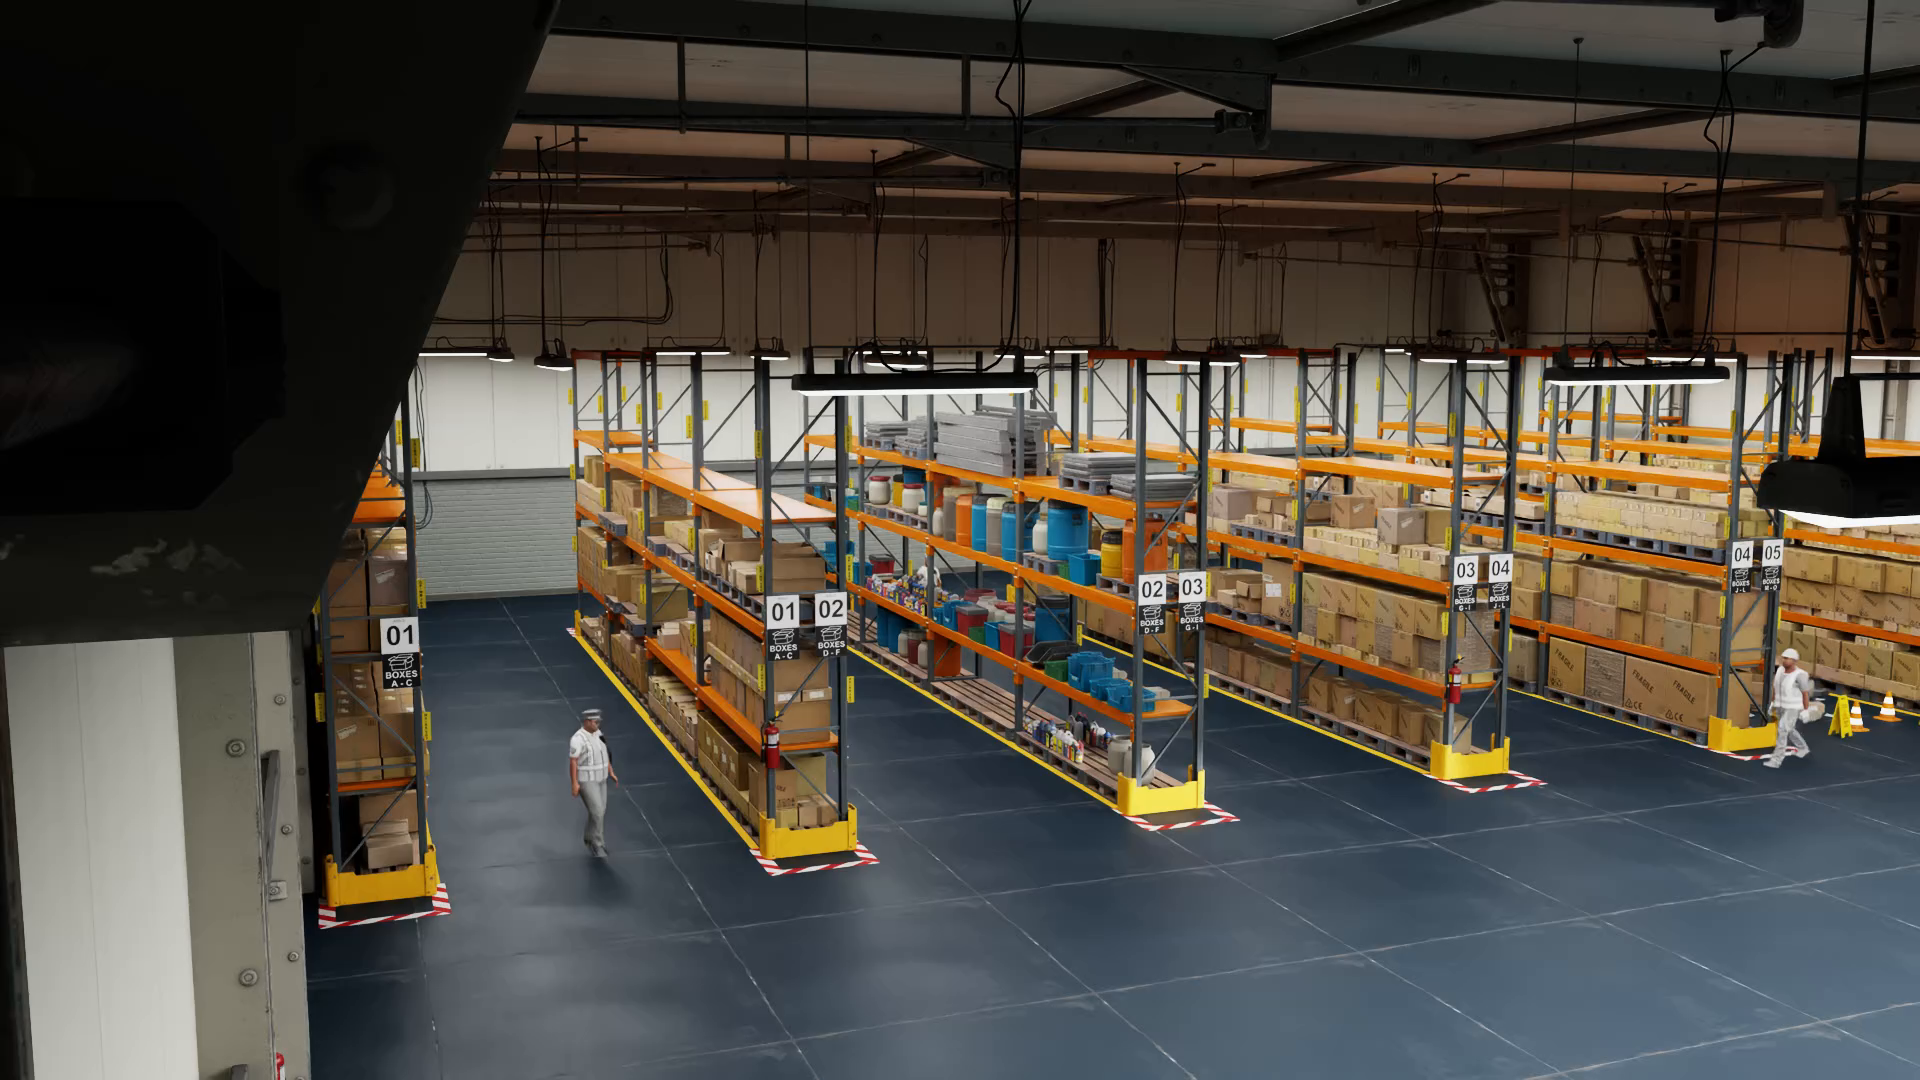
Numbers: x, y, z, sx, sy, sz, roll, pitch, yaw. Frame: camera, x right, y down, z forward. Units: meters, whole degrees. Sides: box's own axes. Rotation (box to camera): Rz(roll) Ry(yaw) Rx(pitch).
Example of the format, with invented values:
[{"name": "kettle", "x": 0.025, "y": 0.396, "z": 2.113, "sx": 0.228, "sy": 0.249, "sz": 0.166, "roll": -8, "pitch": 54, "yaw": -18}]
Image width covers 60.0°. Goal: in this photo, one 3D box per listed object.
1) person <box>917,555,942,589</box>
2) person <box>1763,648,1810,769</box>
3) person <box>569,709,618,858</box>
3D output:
[{"name": "person", "x": -0.651, "y": 1.109, "z": 35.501, "sx": 0.505, "sy": 1.605, "sz": 1.021, "roll": -3, "pitch": 8, "yaw": -23}, {"name": "person", "x": 12.142, "y": 2.447, "z": 24.325, "sx": 1.065, "sy": 1.745, "sz": 0.560, "roll": -3, "pitch": 8, "yaw": -22}, {"name": "person", "x": -4.442, "y": 2.981, "z": 20.326, "sx": 0.525, "sy": 1.828, "sz": 0.564, "roll": 3, "pitch": 8, "yaw": 22}]
